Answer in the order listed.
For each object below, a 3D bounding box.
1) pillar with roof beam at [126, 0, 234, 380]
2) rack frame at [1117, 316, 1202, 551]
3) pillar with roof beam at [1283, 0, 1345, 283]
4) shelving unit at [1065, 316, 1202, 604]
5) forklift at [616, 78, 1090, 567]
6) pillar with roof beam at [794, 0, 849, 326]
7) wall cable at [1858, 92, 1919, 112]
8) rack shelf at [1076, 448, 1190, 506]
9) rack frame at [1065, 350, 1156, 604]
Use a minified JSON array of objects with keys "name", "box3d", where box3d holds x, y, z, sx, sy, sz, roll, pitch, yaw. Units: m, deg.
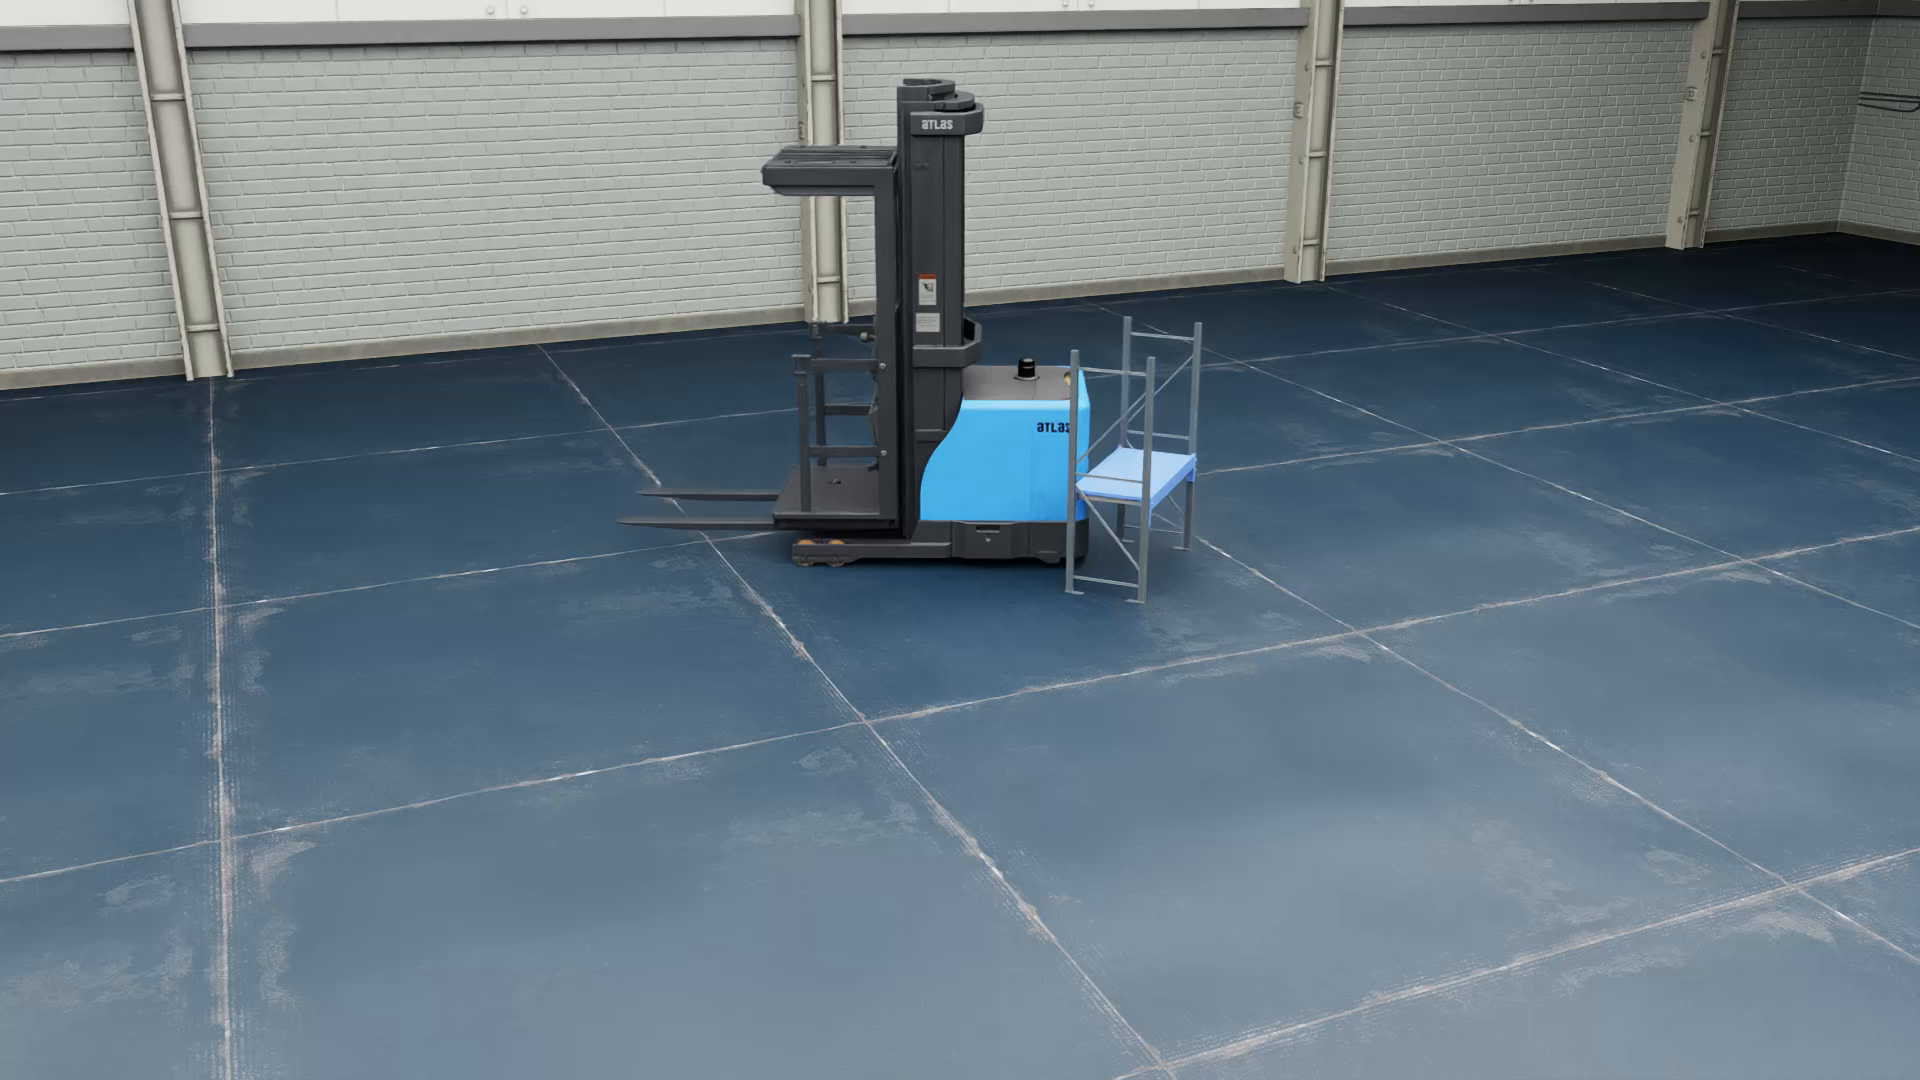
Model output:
[{"name":"pillar with roof beam","box3d":[-5.217,-4.457,10.132,0.400,9.000,9.100,-8,21,-22]},{"name":"rack frame","box3d":[1.272,-0.671,10.671,0.500,1.500,0.032,8,21,21]},{"name":"pillar with roof beam","box3d":[5.802,-6.036,14.615,0.400,9.000,9.100,-8,21,-22]},{"name":"shelving unit","box3d":[1.075,-0.516,10.229,0.500,1.500,1.048,8,21,21]},{"name":"forklift","box3d":[-0.691,-1.387,10.549,3.031,2.935,1.130,0,19,1]},{"name":"pillar with roof beam","box3d":[0.292,-5.247,12.374,0.400,9.000,9.100,-8,21,-22]},{"name":"wall cable","box3d":[12.834,-6.658,21.057,0.112,2.526,3.097,-8,21,-22]},{"name":"rack shelf","box3d":[1.075,-0.392,10.272,0.459,0.062,0.952,8,21,21]},{"name":"rack frame","box3d":[0.878,-0.360,9.787,0.500,1.500,0.032,8,21,21]}]
